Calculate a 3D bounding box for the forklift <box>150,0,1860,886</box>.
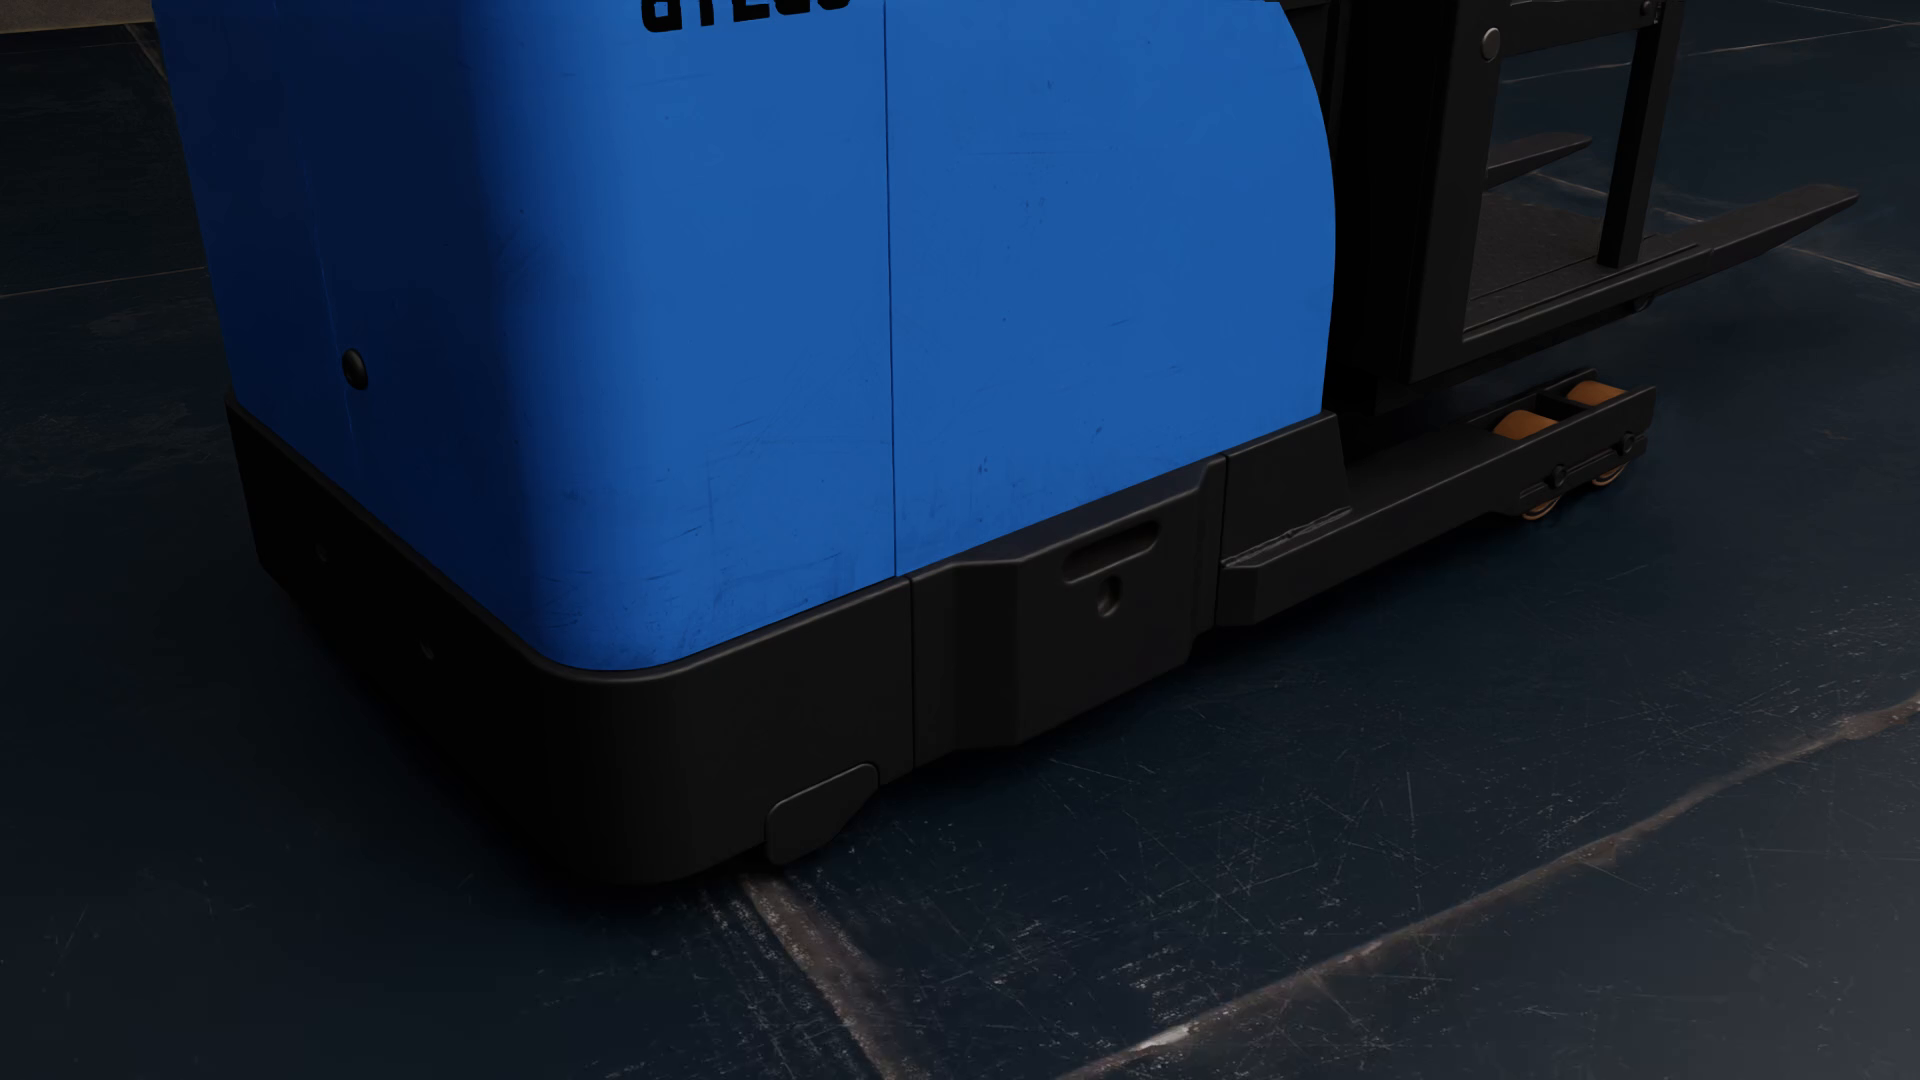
[{"bbox_3d":[0.480,-1.500,2.217,3.031,2.935,1.130,-21,34,-35],"label":"forklift"}]
